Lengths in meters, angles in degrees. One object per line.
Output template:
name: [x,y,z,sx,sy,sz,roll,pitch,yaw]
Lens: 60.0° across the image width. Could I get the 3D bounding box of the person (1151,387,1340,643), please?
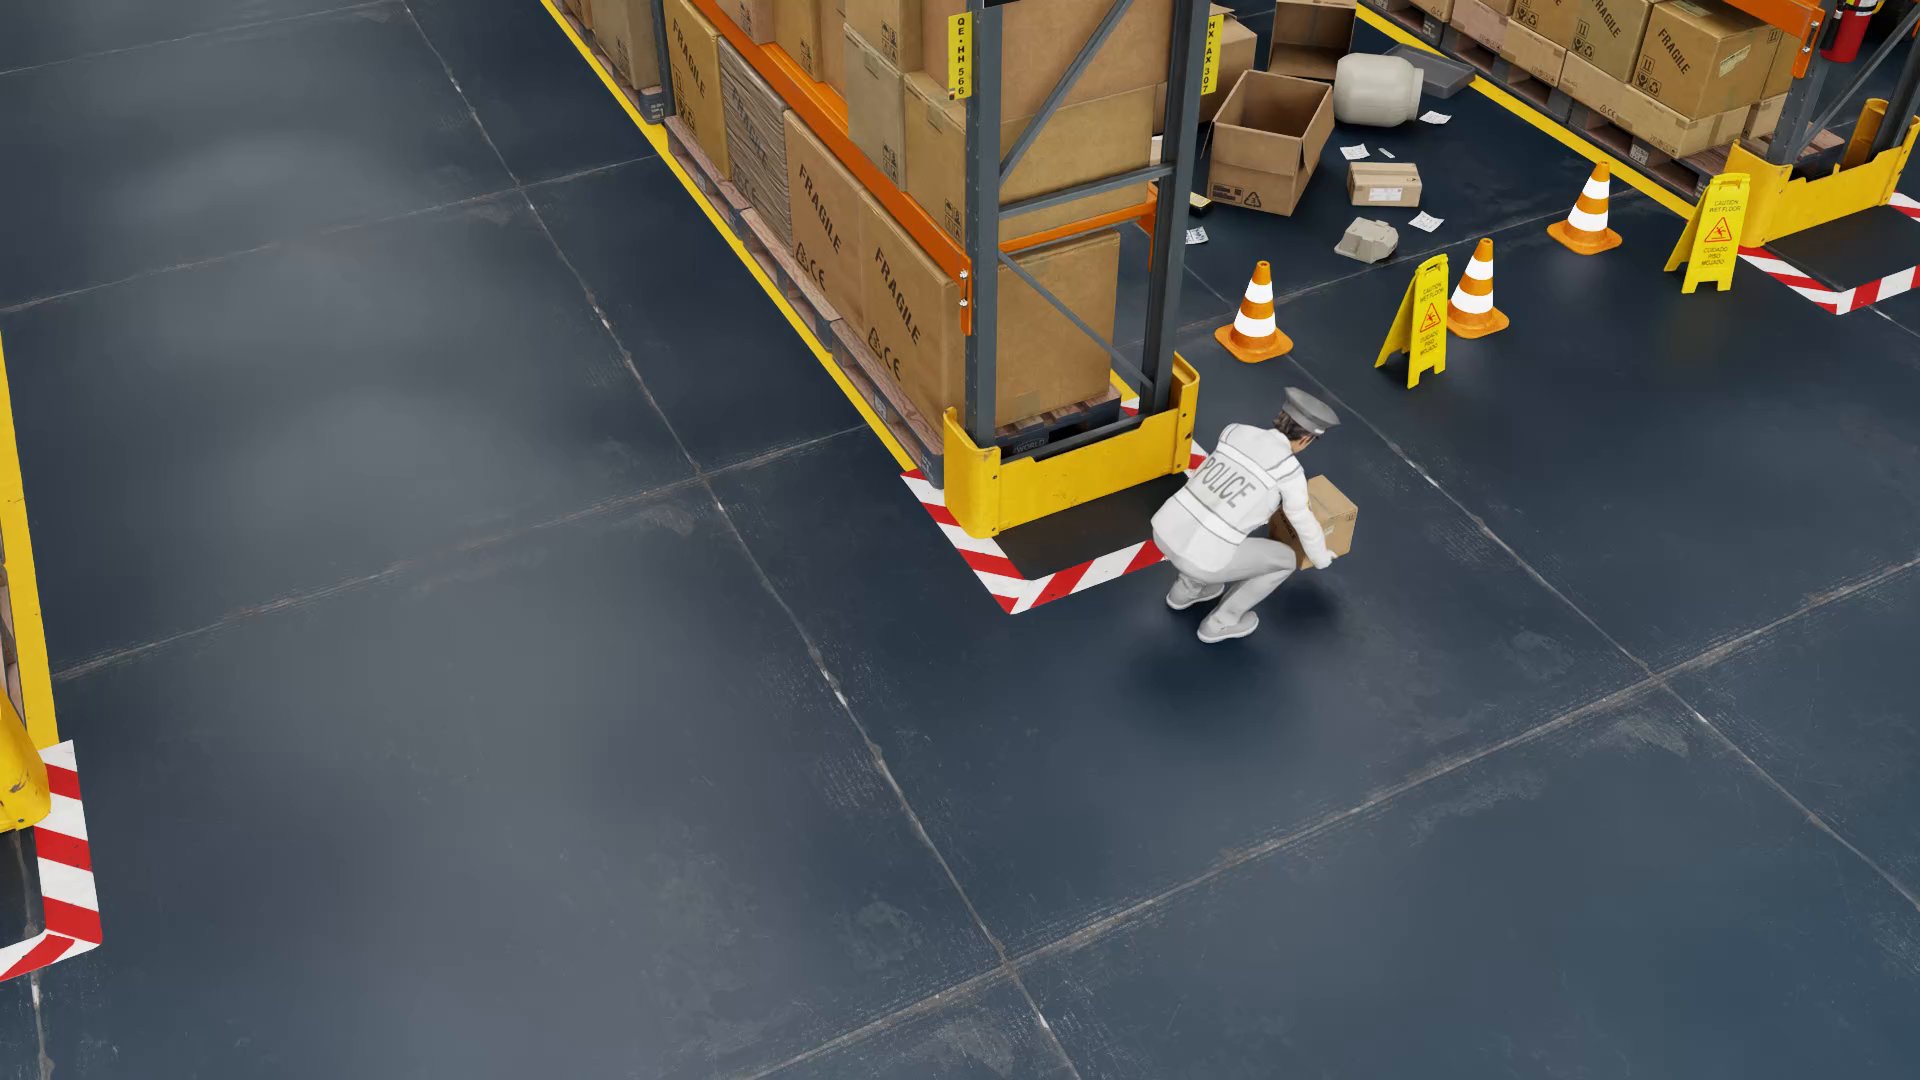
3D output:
person: [1.156,-0.107,6.791,0.819,0.994,0.492,-19,45,-20]
